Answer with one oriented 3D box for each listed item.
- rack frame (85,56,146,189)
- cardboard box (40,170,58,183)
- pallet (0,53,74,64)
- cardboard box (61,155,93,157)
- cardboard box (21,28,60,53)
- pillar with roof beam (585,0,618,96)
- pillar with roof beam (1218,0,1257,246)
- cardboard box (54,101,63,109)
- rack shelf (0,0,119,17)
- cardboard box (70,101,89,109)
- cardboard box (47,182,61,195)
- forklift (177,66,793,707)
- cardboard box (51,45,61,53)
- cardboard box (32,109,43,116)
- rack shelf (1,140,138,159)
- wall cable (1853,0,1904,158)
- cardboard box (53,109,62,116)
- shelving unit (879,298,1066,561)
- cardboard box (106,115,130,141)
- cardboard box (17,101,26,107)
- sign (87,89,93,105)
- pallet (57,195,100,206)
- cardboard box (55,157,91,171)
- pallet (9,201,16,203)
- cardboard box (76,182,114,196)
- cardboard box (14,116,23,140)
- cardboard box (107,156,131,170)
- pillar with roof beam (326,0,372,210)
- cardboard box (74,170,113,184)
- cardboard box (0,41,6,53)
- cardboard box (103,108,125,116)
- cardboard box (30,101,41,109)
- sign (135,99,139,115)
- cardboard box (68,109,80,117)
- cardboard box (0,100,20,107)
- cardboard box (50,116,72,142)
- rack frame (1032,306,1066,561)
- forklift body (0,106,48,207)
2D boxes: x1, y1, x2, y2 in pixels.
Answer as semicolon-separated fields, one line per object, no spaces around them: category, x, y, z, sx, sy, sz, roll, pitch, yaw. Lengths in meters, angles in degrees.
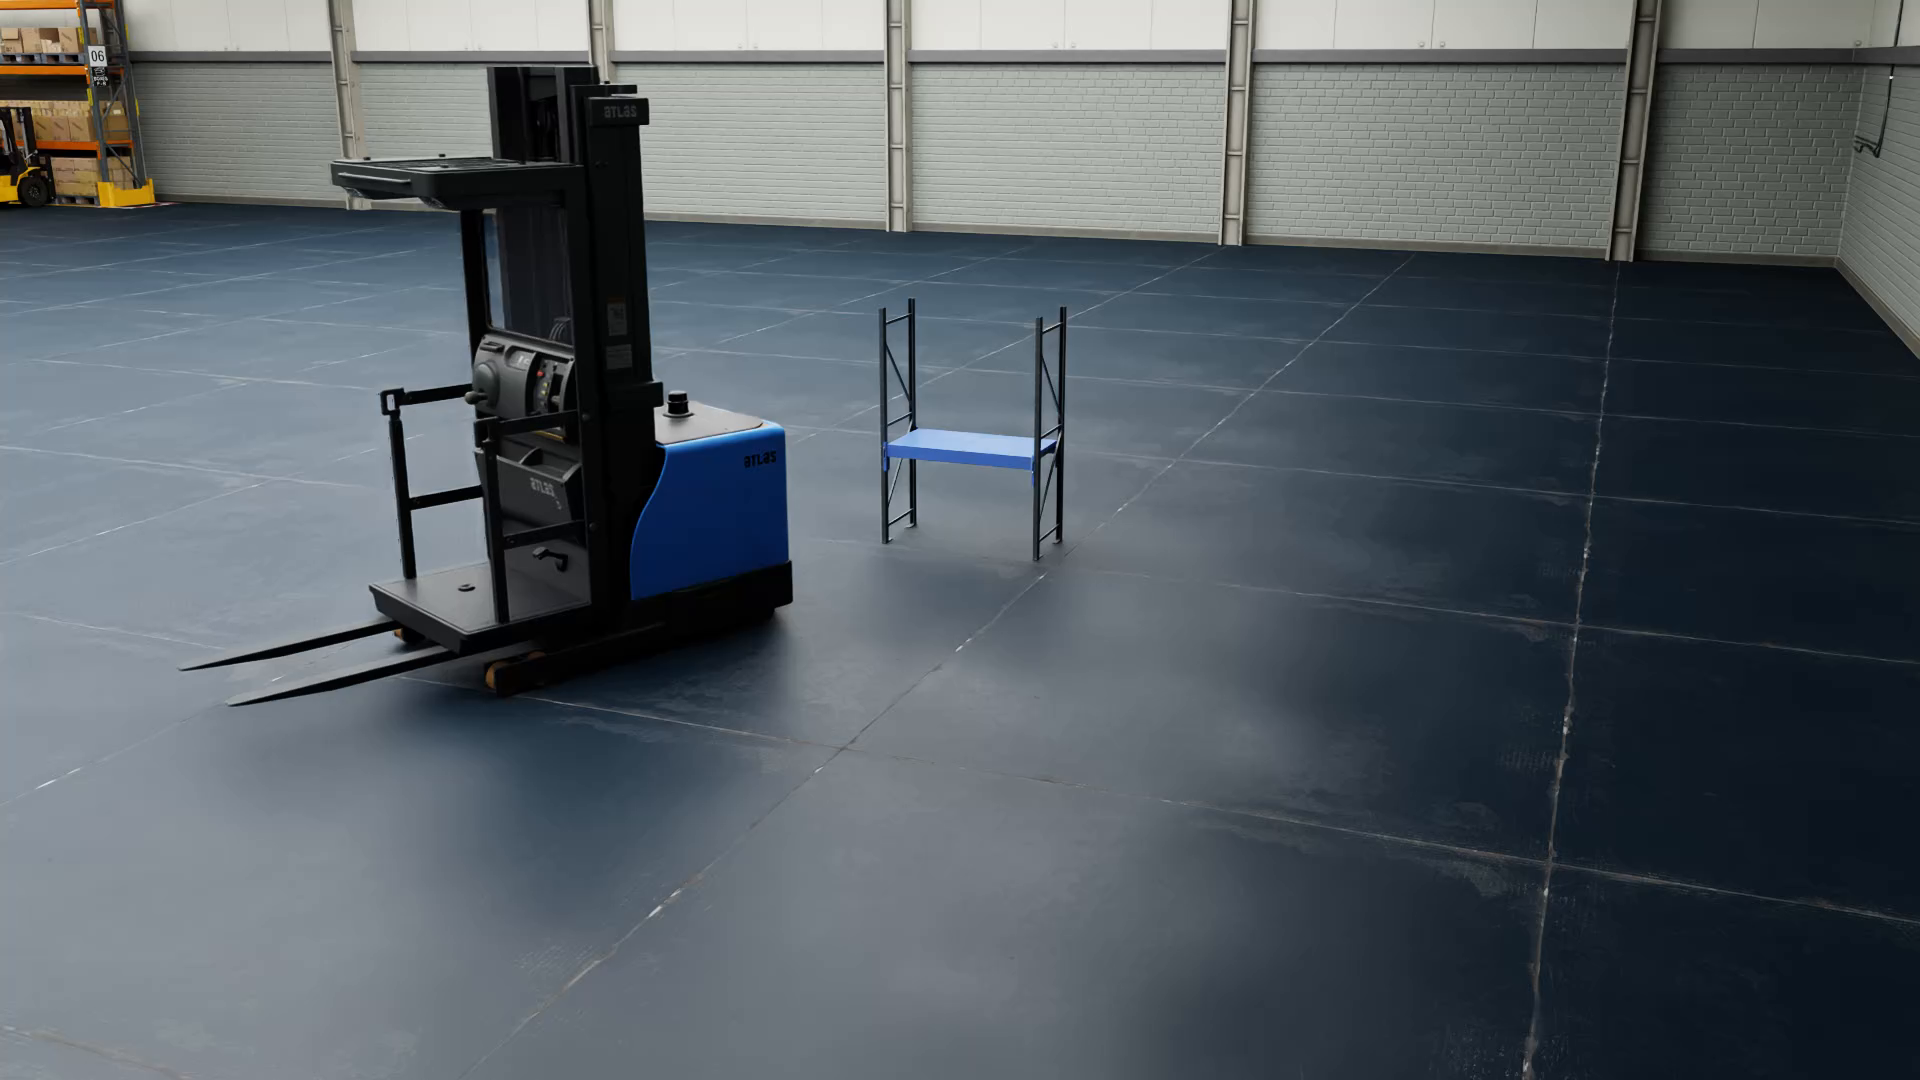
rack frame;-17.504;-8.491;34.541;0.127;3.000;1.000;6;17;21
cardboard box;-19.022;-7.682;35.038;0.500;0.250;0.500;6;17;19
pallet;-19.291;-10.092;34.836;1.213;0.211;1.003;6;17;21
cardboard box;-18.809;-8.055;35.424;0.500;0.250;0.500;6;17;20
cardboard box;-18.921;-10.342;34.425;0.500;0.500;0.700;6;17;21
pillar with roof beam;-8.237;-9.333;26.681;0.400;9.000;9.100;6;17;21
pillar with roof beam;2.926;-8.105;22.453;0.400;9.000;9.100;6;17;21
cardboard box;-18.613;-9.057;34.615;0.250;0.149;0.380;6;17;21
rack shelf;-19.364;-11.039;34.566;4.000;0.370;1.077;6;17;21
cardboard box;-18.155;-8.992;34.392;0.250;0.149;0.380;6;17;21
cardboard box;-18.978;-7.445;35.117;0.500;0.250;0.500;6;17;21
forklift;-2.351;-0.817;8.231;3.031;2.935;1.130;-15;22;-41
cardboard box;-18.386;-10.066;34.106;0.250;0.149;0.380;6;17;19
cardboard box;-19.131;-8.938;34.739;0.250;0.149;0.380;6;17;21
rack shelf;-19.364;-8.350;35.346;4.000;0.370;1.077;6;17;21
wall cable;12.342;-6.473;22.398;0.112;2.526;3.097;6;17;21
cardboard box;-18.623;-8.902;34.616;0.250;0.149;0.380;6;17;20
shelving unit;0.079;-0.712;10.435;1.048;1.500;0.538;6;17;21
cardboard box;-17.863;-8.662;34.950;0.500;0.500;0.500;7;18;22
cardboard box;-19.571;-9.161;34.972;0.250;0.149;0.380;6;17;21
sign;-17.716;-9.021;33.867;0.005;0.325;0.100;6;17;21
pallet;-18.231;-7.219;35.162;1.213;0.211;1.003;6;17;21
cardboard box;-18.524;-7.869;34.785;0.500;0.250;0.500;7;17;22
pallet;-20.500;-7.469;36.022;1.213;0.211;1.003;6;17;21
cardboard box;-18.057;-7.338;34.749;0.500;0.250;0.500;6;17;21
cardboard box;-19.486;-8.678;35.005;0.500;0.500;0.500;6;17;21
cardboard box;-17.882;-7.951;35.065;0.500;0.250;0.500;6;17;20
pillar with roof beam;-13.819;-9.947;28.795;0.400;9.000;9.100;6;17;21
cardboard box;-18.071;-7.581;34.689;0.500;0.250;0.500;6;17;20
cardboard box;-19.956;-10.295;34.684;0.258;0.266;0.396;6;17;19
cardboard box;-17.724;-8.952;34.788;0.250;0.149;0.380;6;17;19
cardboard box;-19.138;-9.080;34.693;0.250;0.149;0.380;7;17;22
sign;-17.295;-9.088;34.903;0.005;0.325;0.100;6;17;21
cardboard box;-18.178;-8.832;34.372;0.250;0.149;0.380;7;17;22
cardboard box;-20.067;-9.193;35.084;0.250;0.149;0.380;6;17;20
cardboard box;-18.537;-8.577;34.657;0.500;0.500;0.500;7;18;22
rack frame;0.552;-0.660;10.255;0.032;1.500;0.500;6;17;21
forklift body;-19.937;-7.804;33.698;1.214;2.155;2.313;6;17;21
